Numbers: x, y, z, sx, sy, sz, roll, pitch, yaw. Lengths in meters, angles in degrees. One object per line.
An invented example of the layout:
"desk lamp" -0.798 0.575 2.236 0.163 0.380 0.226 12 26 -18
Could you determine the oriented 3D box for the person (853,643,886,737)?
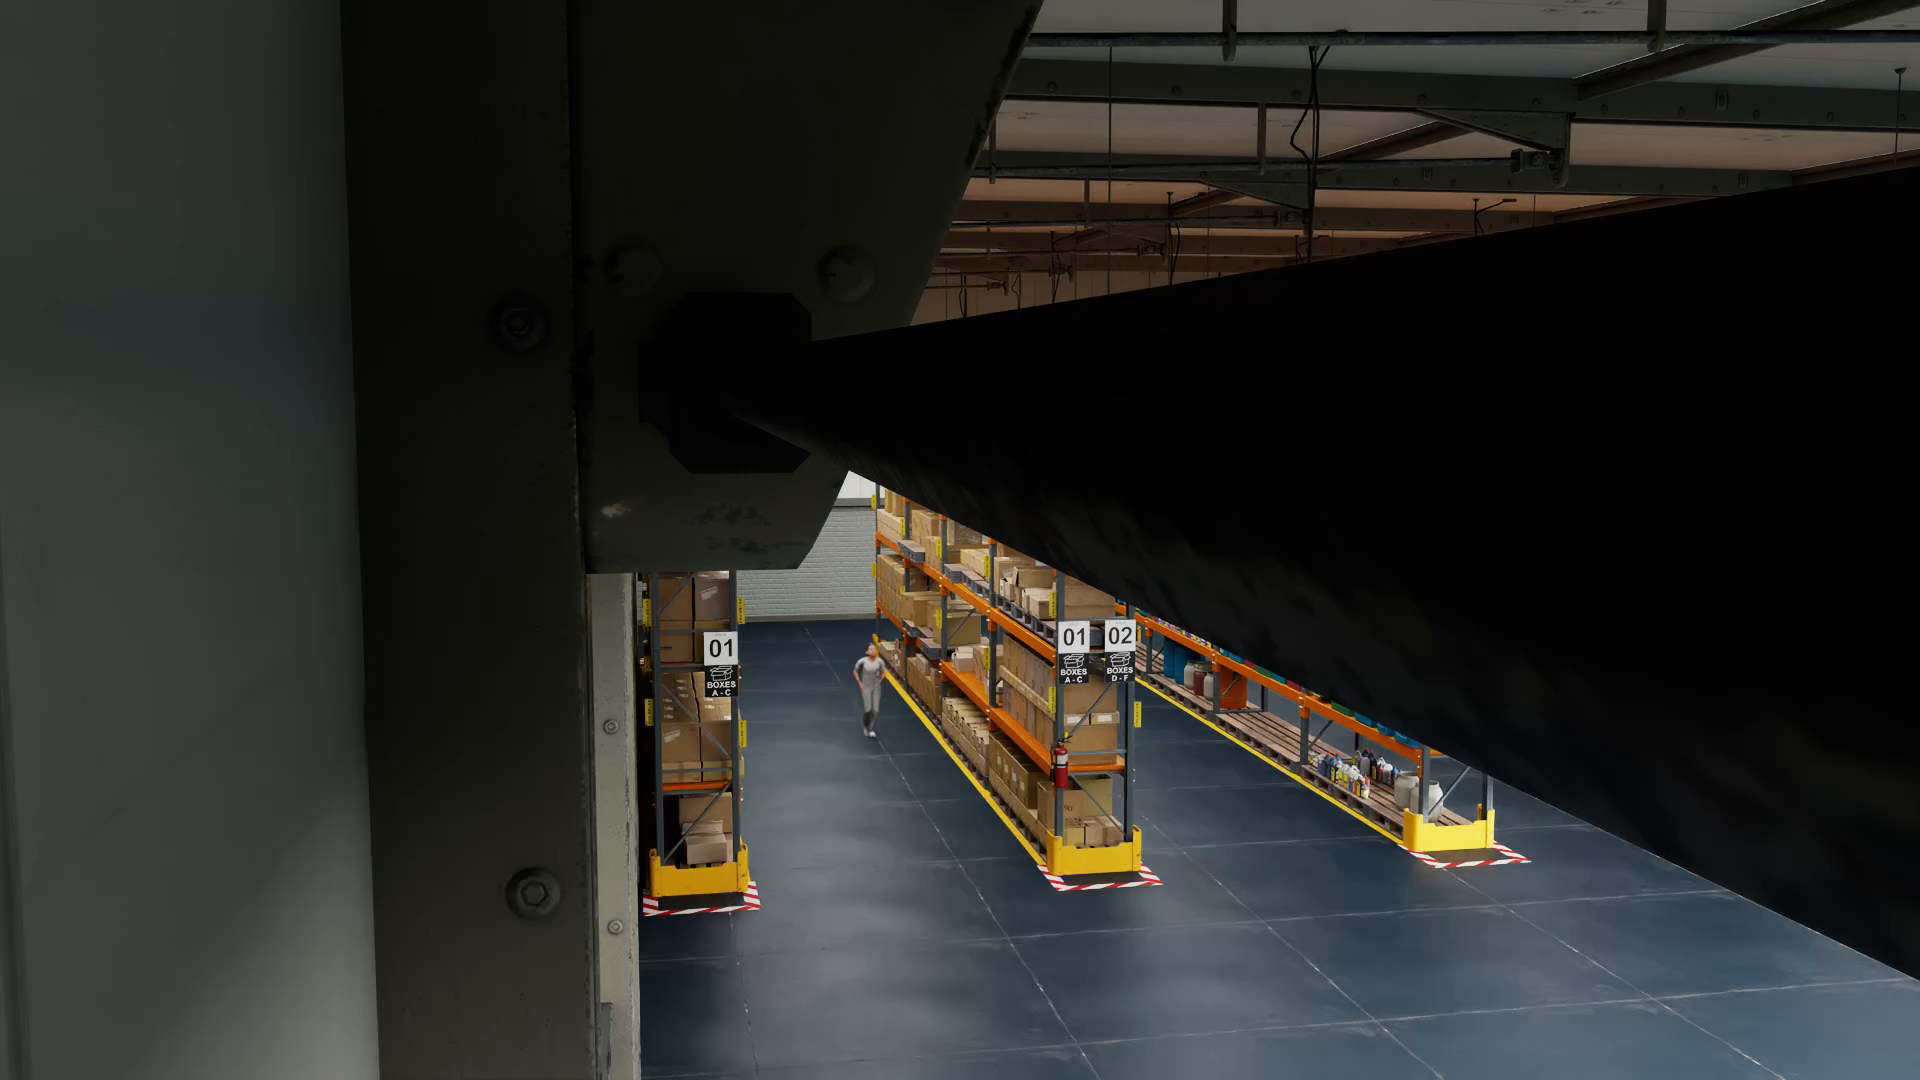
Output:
"person" -1.526 2.583 28.547 0.545 1.643 0.514 -2 6 -15
